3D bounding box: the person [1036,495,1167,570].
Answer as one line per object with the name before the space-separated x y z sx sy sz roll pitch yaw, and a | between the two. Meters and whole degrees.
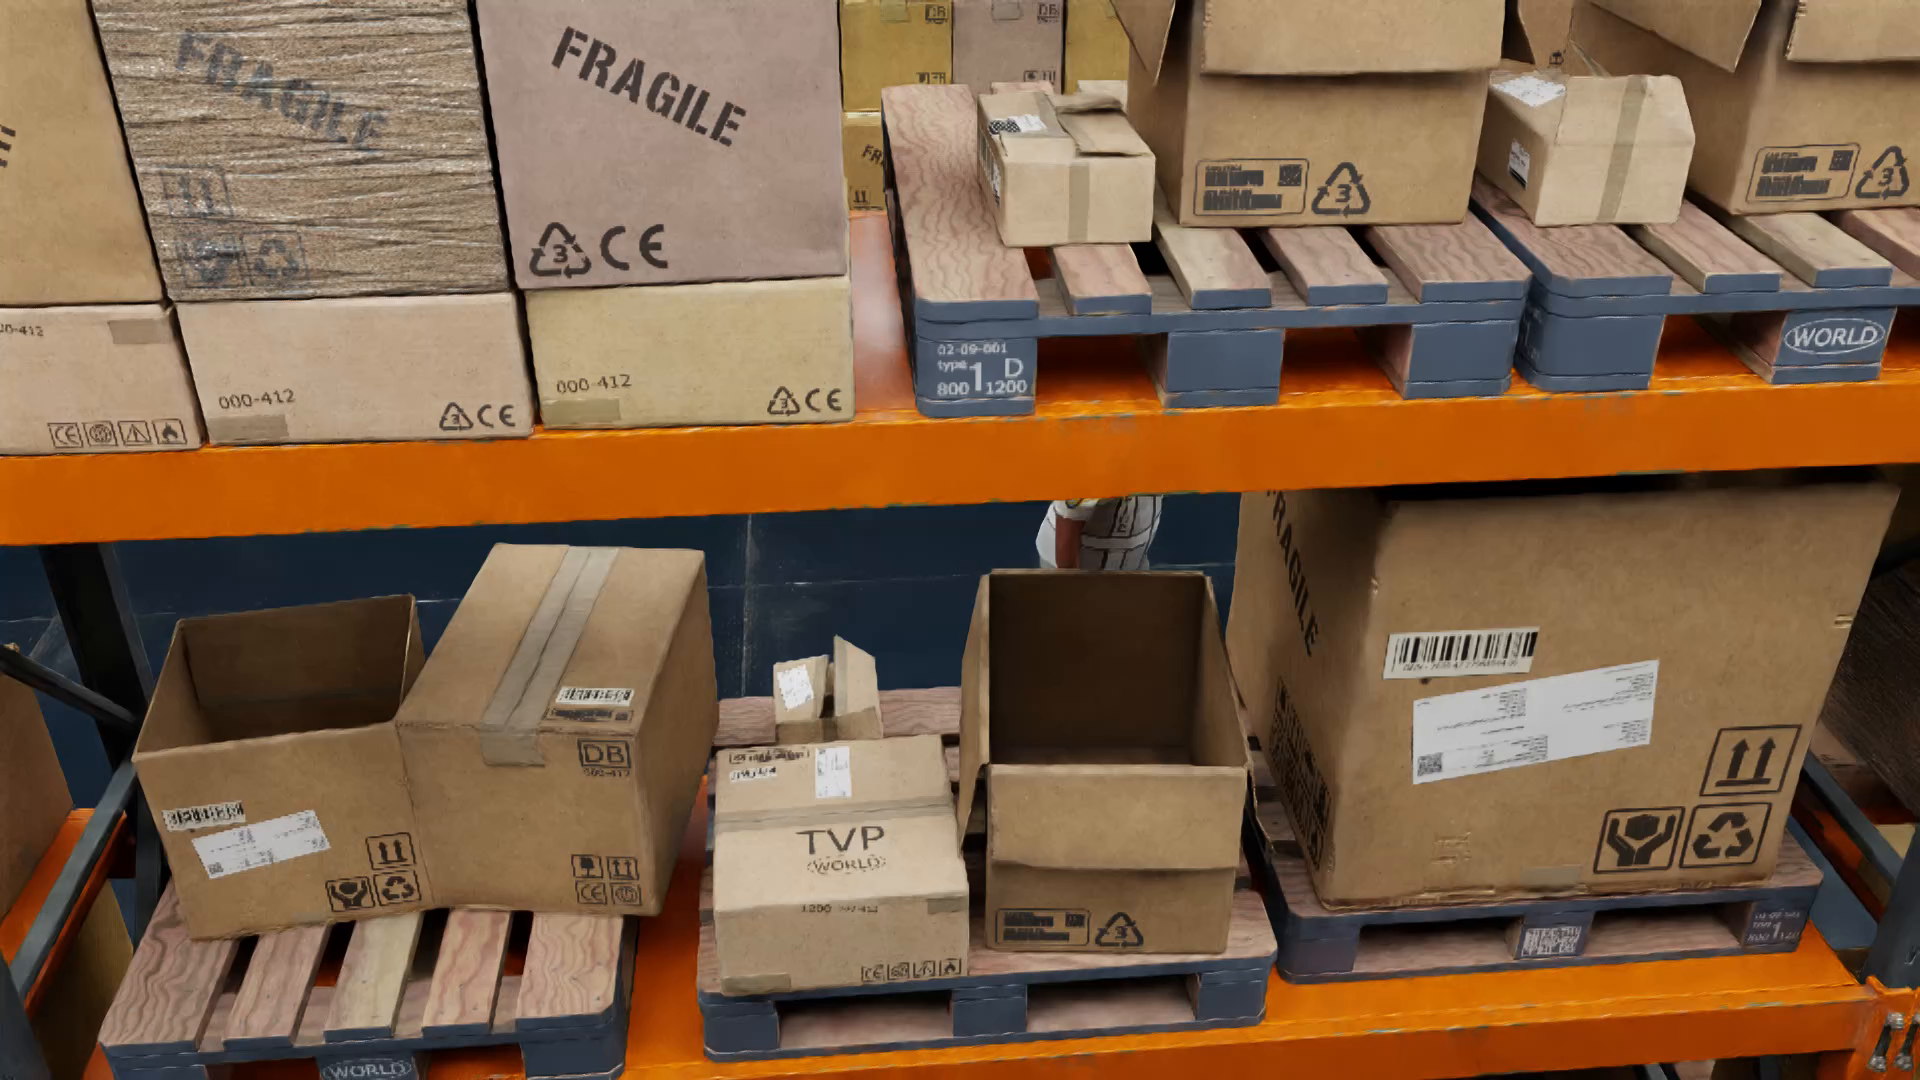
person | 0.433 0.029 6.026 0.562 1.755 0.597 15 34 24
